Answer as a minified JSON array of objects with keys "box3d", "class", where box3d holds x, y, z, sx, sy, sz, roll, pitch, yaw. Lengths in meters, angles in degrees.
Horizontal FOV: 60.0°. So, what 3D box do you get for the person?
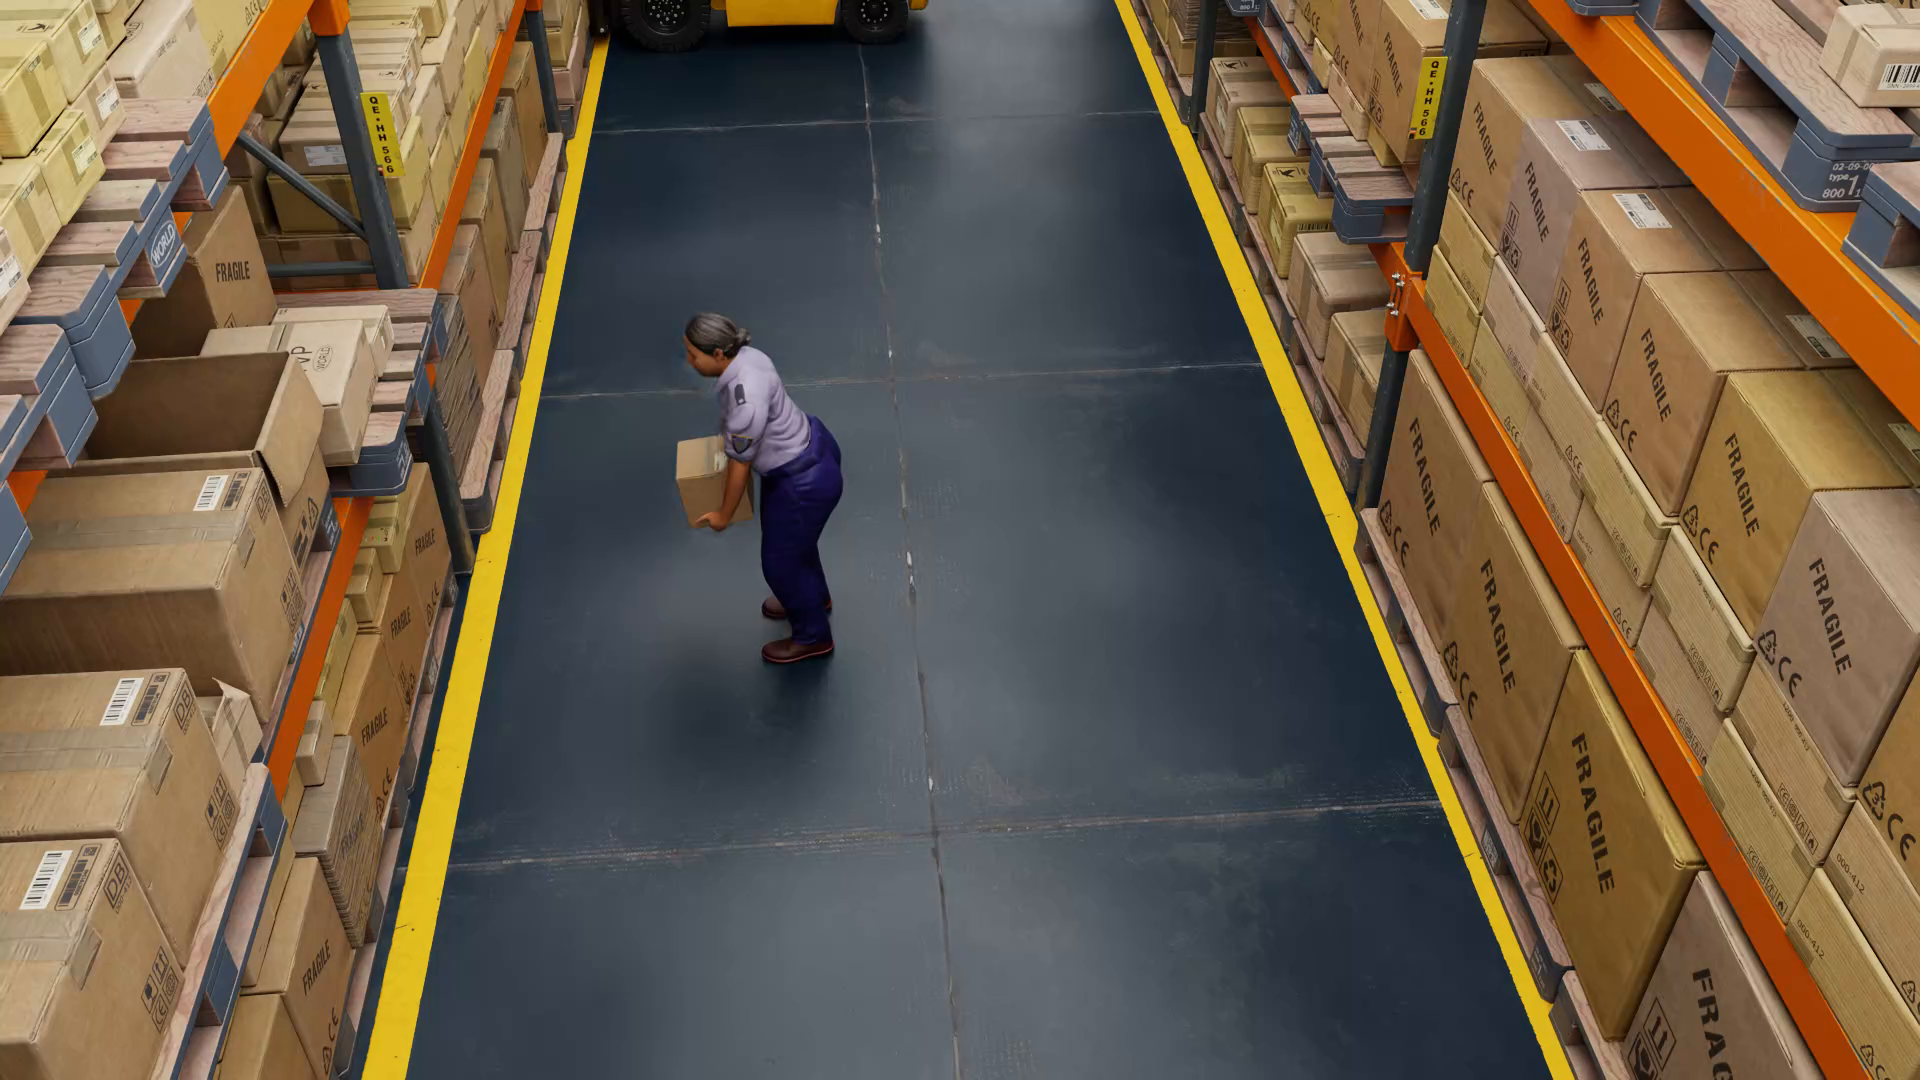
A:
[{"box3d":[-0.746,-0.221,6.496,0.577,1.582,0.438,-4,40,-5],"class":"person"}]
